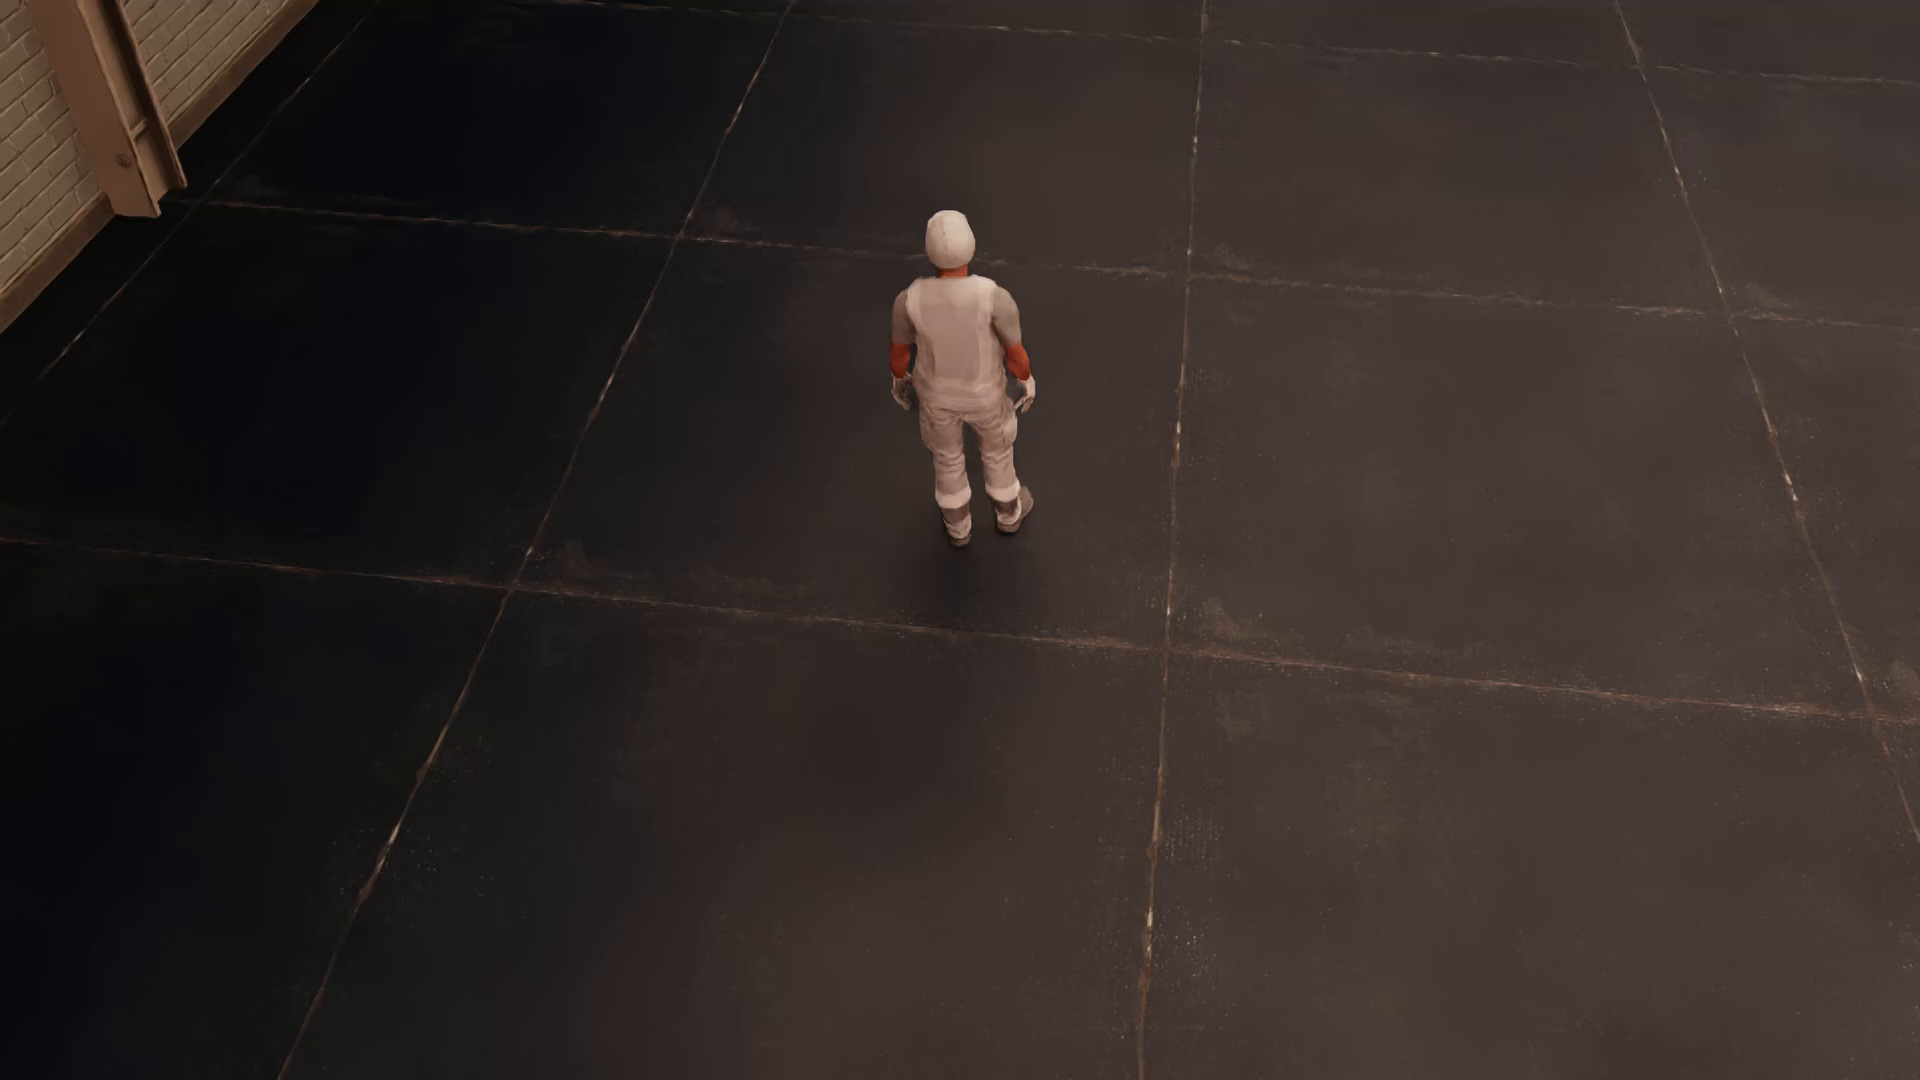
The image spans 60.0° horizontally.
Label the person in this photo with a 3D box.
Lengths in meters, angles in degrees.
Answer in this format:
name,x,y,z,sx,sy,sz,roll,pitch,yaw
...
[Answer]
name,x,y,z,sx,sy,sz,roll,pitch,yaw
person,0.022,-0.717,7.339,0.637,1.787,0.563,5,43,6
